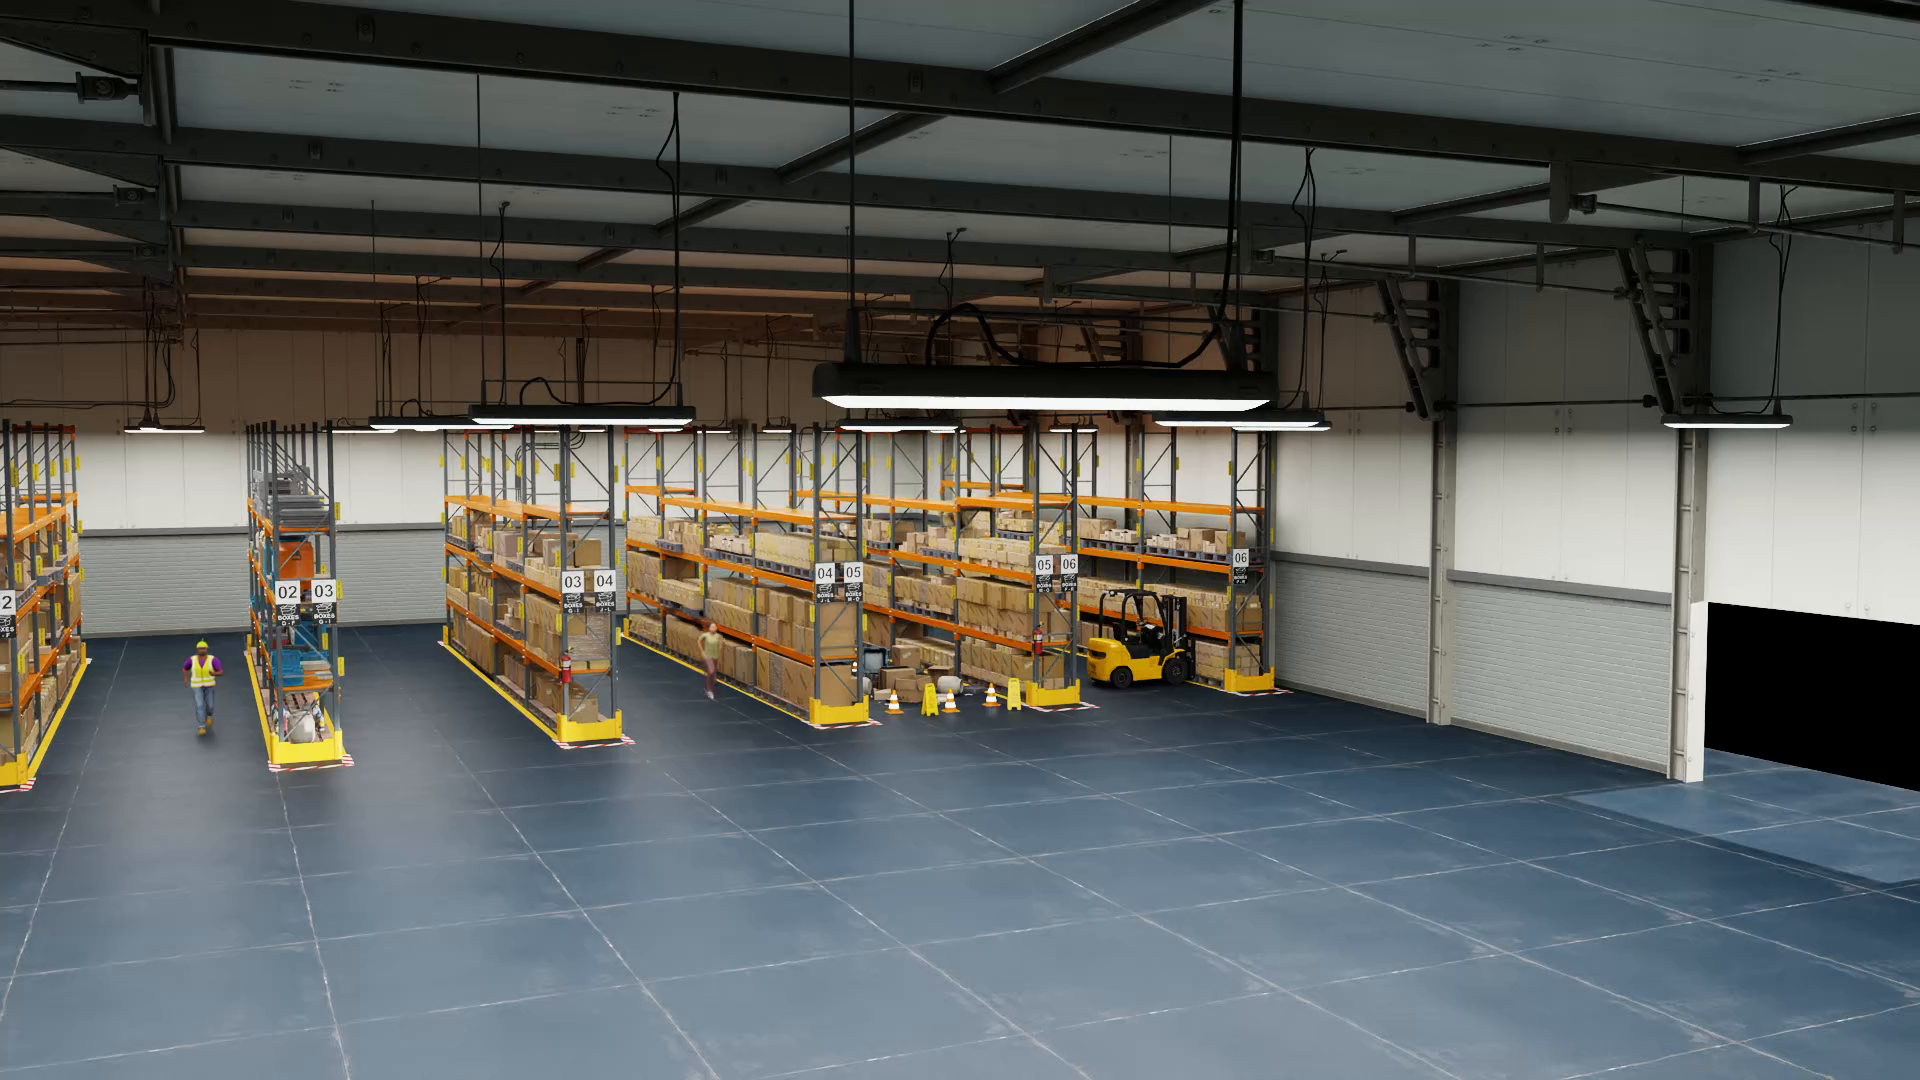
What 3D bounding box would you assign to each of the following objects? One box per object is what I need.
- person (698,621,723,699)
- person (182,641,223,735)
[{"bbox_3d":[-5.460,2.621,36.510,0.493,1.700,0.799,-2,4,-35],"label":"person"},{"bbox_3d":[-14.594,2.826,32.061,0.710,1.747,0.968,-2,4,-25],"label":"person"}]
